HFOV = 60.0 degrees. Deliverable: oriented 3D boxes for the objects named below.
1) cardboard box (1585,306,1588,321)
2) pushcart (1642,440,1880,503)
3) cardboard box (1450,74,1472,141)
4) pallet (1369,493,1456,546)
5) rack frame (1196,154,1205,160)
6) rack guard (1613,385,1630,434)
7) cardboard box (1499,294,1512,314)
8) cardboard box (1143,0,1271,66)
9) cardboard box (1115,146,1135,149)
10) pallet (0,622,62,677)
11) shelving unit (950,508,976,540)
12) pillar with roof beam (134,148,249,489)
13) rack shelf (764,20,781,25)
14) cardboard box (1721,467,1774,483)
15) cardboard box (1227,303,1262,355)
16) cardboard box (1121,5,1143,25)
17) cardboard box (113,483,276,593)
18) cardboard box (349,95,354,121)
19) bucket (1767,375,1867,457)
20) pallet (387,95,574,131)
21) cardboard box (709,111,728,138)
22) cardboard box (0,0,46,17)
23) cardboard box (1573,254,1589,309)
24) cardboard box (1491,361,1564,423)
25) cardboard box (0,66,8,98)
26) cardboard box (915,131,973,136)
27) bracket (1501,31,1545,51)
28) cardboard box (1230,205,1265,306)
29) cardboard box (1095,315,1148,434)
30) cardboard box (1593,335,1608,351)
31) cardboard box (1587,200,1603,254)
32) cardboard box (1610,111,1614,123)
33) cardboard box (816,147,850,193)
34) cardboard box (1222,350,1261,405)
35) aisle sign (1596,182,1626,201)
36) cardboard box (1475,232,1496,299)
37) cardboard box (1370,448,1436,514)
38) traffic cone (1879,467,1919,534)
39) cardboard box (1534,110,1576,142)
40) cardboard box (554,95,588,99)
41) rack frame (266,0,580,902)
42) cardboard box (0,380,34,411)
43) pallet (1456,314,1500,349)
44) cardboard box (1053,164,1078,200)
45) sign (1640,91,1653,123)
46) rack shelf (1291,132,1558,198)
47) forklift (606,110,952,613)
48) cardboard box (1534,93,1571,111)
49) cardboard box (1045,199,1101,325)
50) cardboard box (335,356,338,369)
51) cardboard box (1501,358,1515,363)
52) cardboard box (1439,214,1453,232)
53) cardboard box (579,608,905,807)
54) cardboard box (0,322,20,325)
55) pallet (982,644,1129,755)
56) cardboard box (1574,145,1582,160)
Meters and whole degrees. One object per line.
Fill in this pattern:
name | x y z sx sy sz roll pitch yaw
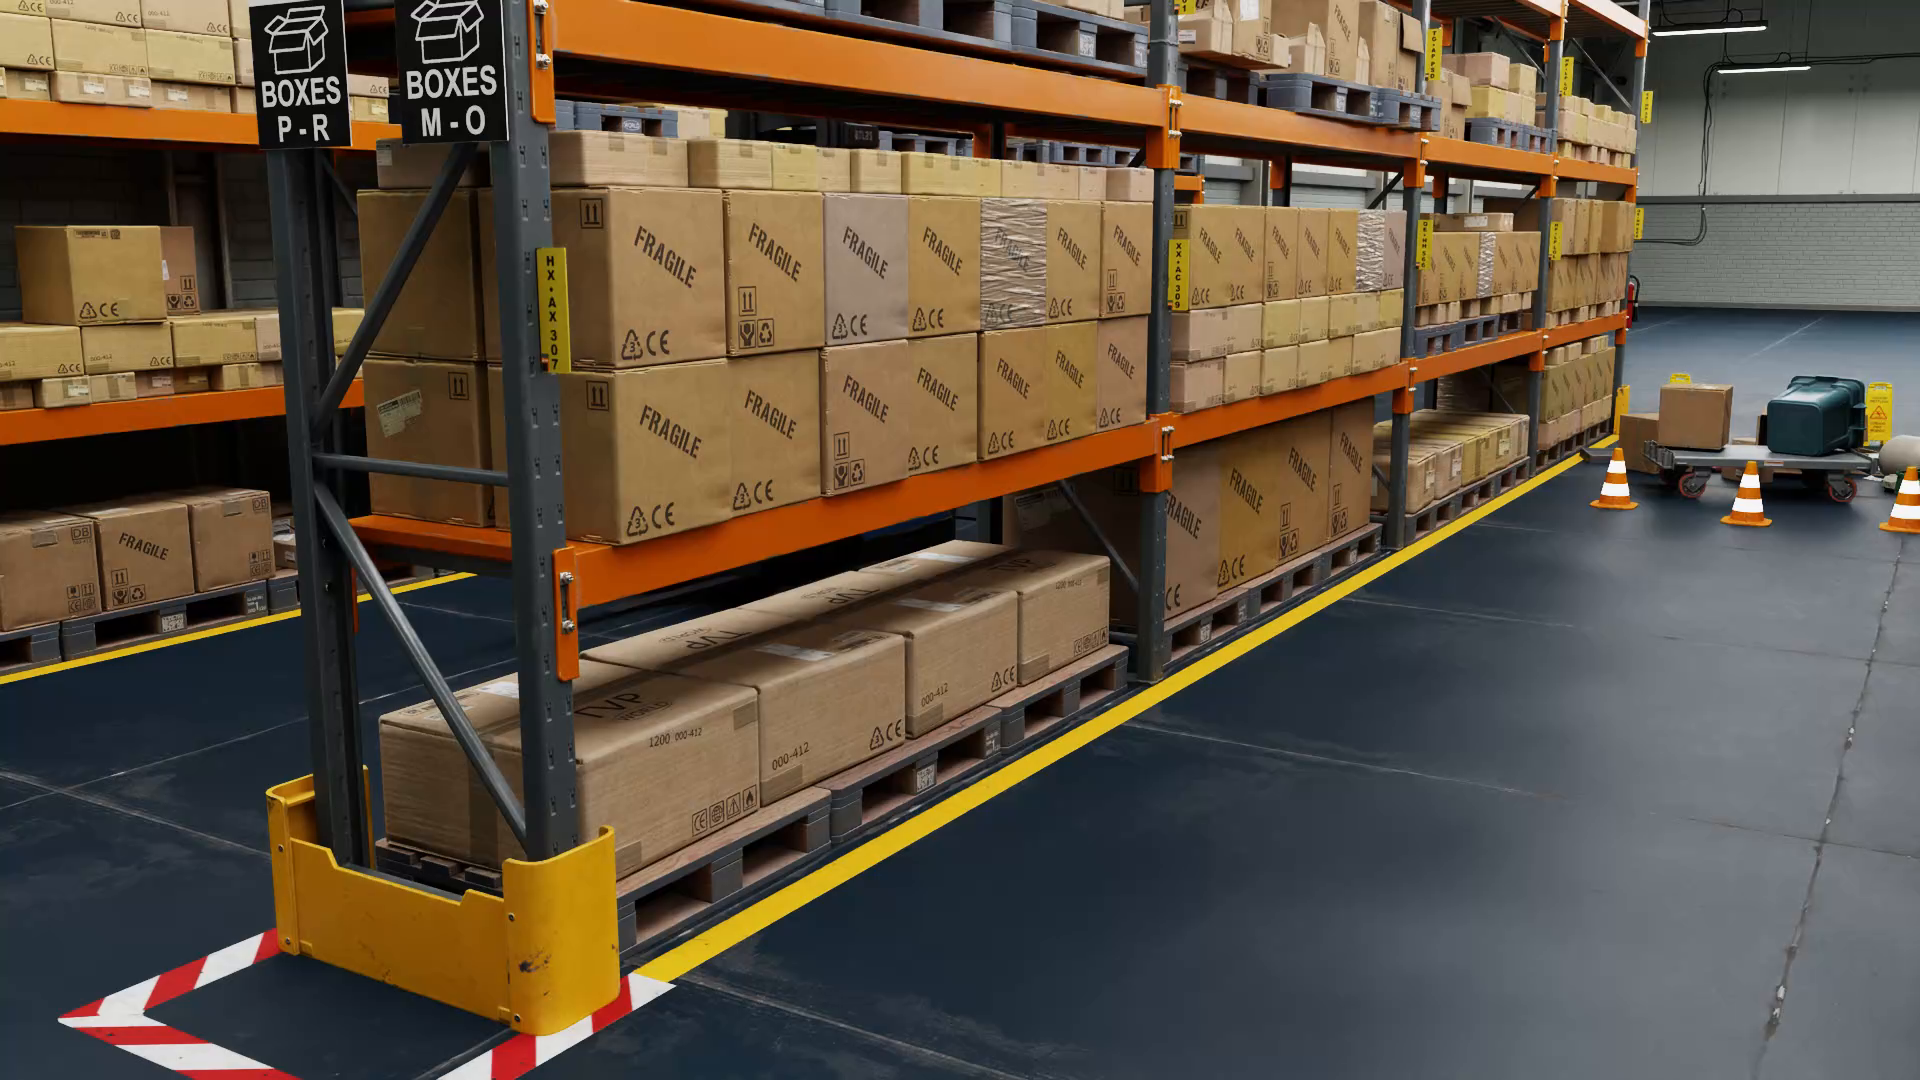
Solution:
cardboard box | 5.910 -2.216 16.238 0.380 0.149 0.250 6 12 30
pushcart | 6.668 -0.579 13.938 1.648 0.377 0.936 2 11 11
cardboard box | 3.384 -3.217 12.468 0.797 0.503 0.637 6 12 31
pallet | 3.024 -0.201 12.370 1.003 0.211 1.213 6 12 31
rack frame | 2.526 -6.130 20.156 1.000 3.000 0.127 6 12 31
rack guard | 6.731 -1.467 18.344 1.175 0.500 0.348 6 12 31
cardboard box | 4.278 -1.930 13.566 0.380 0.149 0.250 7 12 31
cardboard box | 1.245 -2.661 8.366 0.500 0.500 0.500 6 12 30
cardboard box | 1.551 -4.629 18.597 0.797 0.503 0.637 7 13 33
pallet | -5.328 0.569 8.258 1.003 0.211 1.213 6 12 31
shelving unit | -0.086 -1.006 11.536 0.431 2.100 0.503 6 12 31
pillar with roof beam | -1.157 -3.808 7.753 9.100 9.000 0.400 6 12 31
rack shelf | -0.589 -4.636 15.219 1.077 0.370 4.000 6 12 31
cardboard box | 6.951 -0.657 14.658 0.258 0.266 0.396 -2 11 -9
cardboard box | 1.256 -1.119 8.743 0.500 0.250 0.500 7 12 32
cardboard box | 0.818 -2.616 8.638 0.500 0.311 0.500 6 12 31
cardboard box | -4.366 -0.023 9.494 0.700 0.500 0.500 6 12 29
cardboard box | -3.768 -2.522 9.717 0.380 0.149 0.250 6 12 31
bucket | 7.077 -1.001 13.829 0.620 0.611 0.726 -20 21 -35
pallet | -3.306 -2.771 10.880 1.213 0.211 1.003 6 12 31
cardboard box | -1.947 -3.140 12.747 0.500 0.250 0.500 6 12 31
cardboard box | -4.807 -2.661 8.022 0.500 0.250 0.500 6 12 30
cardboard box | 5.673 -2.475 15.857 0.500 0.500 0.500 6 12 30
cardboard box | 5.230 -1.369 15.321 0.500 0.500 0.500 7 13 33
cardboard box | -4.808 -2.197 7.984 0.380 0.149 0.250 6 12 31
cardboard box | -0.117 -3.980 15.655 0.500 0.311 0.500 6 12 29
bracket | 12.605 -11.146 37.167 0.076 0.066 4.783 6 12 31
cardboard box | 1.255 -1.485 8.660 0.500 0.500 0.500 6 12 30
cardboard box | 0.518 -0.772 7.568 0.500 0.500 0.500 7 12 31
cardboard box | 6.444 -2.035 17.115 0.380 0.149 0.250 7 13 32
cardboard box | 5.675 -2.968 15.774 0.700 0.500 0.500 6 12 29
cardboard box | 6.388 -4.255 16.809 0.380 0.149 0.250 6 12 31
cardboard box | -0.595 -1.247 5.627 0.380 0.149 0.250 7 12 31
cardboard box | 1.261 -0.872 8.781 0.500 0.250 0.500 6 12 29
aisle sign | 7.050 -3.967 17.843 0.394 0.787 0.004 6 12 31
cardboard box | 3.849 -2.144 12.949 0.500 0.500 0.500 6 12 29
cardboard box | 2.919 -0.452 12.130 0.950 0.372 0.625 5 12 27
traffic cone | 6.990 -0.308 12.254 0.336 0.463 0.334 6 12 31
cardboard box | 5.156 -3.668 14.758 0.500 0.250 0.500 6 12 29
cardboard box | -2.681 -3.070 11.234 0.380 0.149 0.250 6 12 30
rack frame | -1.537 -0.191 4.737 1.000 3.000 0.127 6 12 31
cardboard box | -4.860 -0.732 8.309 0.380 0.149 0.250 7 12 32
pallet | 3.609 -1.670 13.159 1.003 0.211 1.213 6 12 31
cardboard box | 0.285 -1.531 7.145 0.380 0.149 0.250 6 12 31
sign | 7.234 -4.561 17.521 0.100 0.325 0.005 6 12 31
rack shelf | 3.655 -2.884 12.928 1.077 0.370 4.000 6 12 31
forklift | -1.268 -1.114 9.854 1.130 2.935 3.031 7 13 32
cardboard box | 5.136 -3.839 14.590 0.380 0.149 0.250 6 12 30
cardboard box | 0.261 -1.181 7.037 0.500 0.500 0.500 6 12 30
cardboard box | -3.885 -1.010 9.793 0.380 0.149 0.250 7 13 32
cardboard box | 5.034 -1.501 16.025 0.500 0.500 0.500 7 12 32
cardboard box | 4.147 -2.759 14.468 0.380 0.149 0.250 6 12 30
cardboard box | -0.812 0.604 6.313 0.875 0.438 0.875 7 13 32
cardboard box | -5.239 -0.993 8.621 0.500 0.250 0.500 7 13 32
pallet | 0.078 0.663 7.755 1.003 0.211 1.213 6 12 31
cardboard box | 5.595 -3.617 15.566 0.380 0.149 0.250 6 12 29
